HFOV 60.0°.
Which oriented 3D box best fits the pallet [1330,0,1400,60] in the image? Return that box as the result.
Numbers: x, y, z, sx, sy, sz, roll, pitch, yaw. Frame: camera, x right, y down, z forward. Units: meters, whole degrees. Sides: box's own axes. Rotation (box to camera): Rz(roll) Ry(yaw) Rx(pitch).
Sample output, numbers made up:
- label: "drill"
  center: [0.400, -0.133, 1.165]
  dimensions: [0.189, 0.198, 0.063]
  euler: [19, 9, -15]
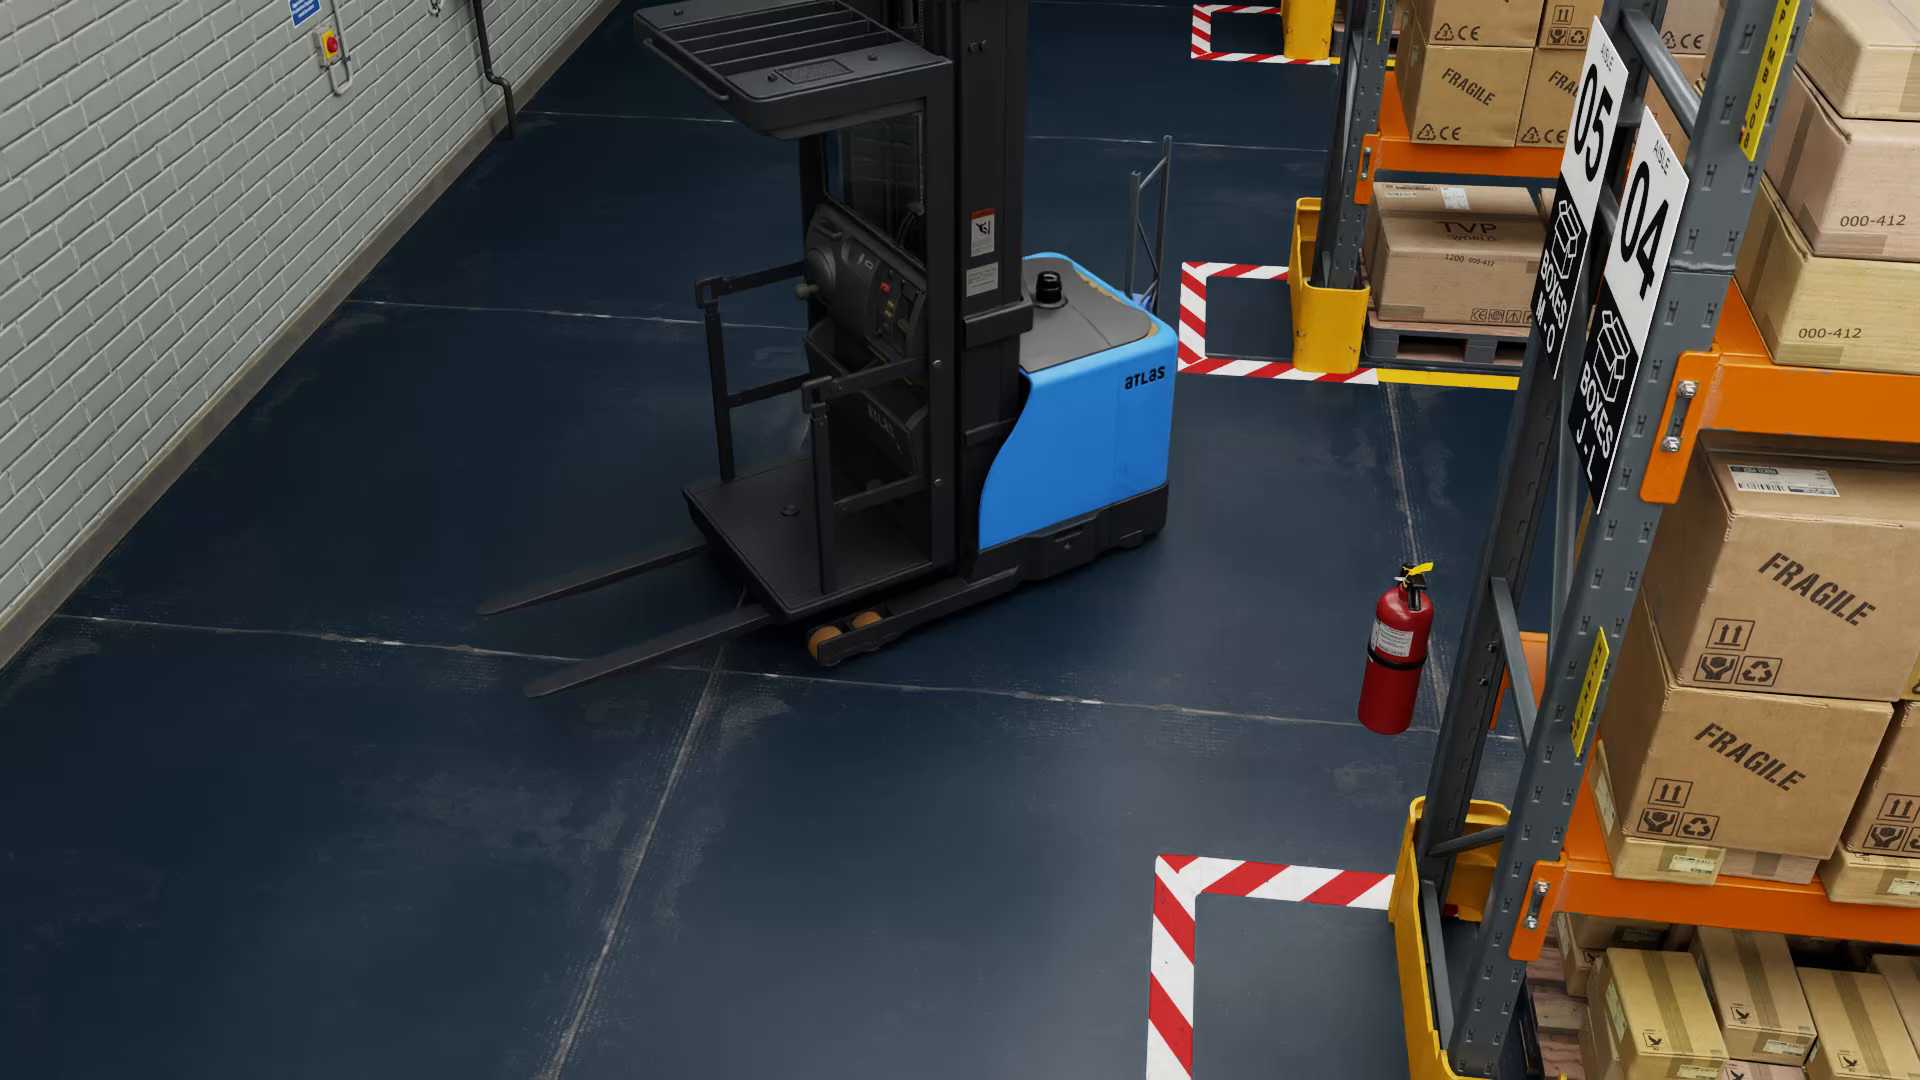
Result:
- label: "pallet"
  center: [3.576, -4.122, 13.344]
  dimensions: [1.213, 0.211, 1.003]
  euler: [4, 36, 6]

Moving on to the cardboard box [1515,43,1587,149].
- label: "cardboard box"
  center: [3.026, -2.279, 8.276]
  dimensions: [0.500, 0.500, 0.500]
  euler: [4, 36, 5]

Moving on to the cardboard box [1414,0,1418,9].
- label: "cardboard box"
  center: [2.590, -3.010, 8.439]
  dimensions: [0.500, 0.500, 0.500]
  euler: [5, 36, 8]

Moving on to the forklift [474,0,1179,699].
- label: "forklift"
  center: [-0.567, -1.013, 6.647]
  dimensions: [3.031, 2.935, 1.130]
  euler: [-19, 40, -25]

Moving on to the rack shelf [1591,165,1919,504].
- label: "rack shelf"
  center: [3.535, -0.381, 3.740]
  dimensions: [4.000, 0.370, 1.077]
  euler: [4, 36, 6]

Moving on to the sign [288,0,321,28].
- label: "sign"
  center: [-3.581, -2.951, 9.071]
  dimensions: [0.001, 0.218, 0.327]
  euler: [4, 36, 6]

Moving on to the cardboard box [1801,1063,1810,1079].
- label: "cardboard box"
  center: [2.556, 1.474, 4.940]
  dimensions: [0.250, 0.149, 0.380]
  euler: [5, 36, 7]

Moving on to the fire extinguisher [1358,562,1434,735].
- label: "fire extinguisher"
  center: [1.360, 0.297, 5.139]
  dimensions: [0.183, 0.674, 0.296]
  euler: [4, 36, 6]

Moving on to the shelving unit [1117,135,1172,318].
- label: "shelving unit"
  center: [0.421, -1.282, 8.256]
  dimensions: [1.048, 1.500, 0.538]
  euler: [14, 38, 19]

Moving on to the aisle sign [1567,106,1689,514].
- label: "aisle sign"
  center: [1.440, -0.492, 3.619]
  dimensions: [0.004, 0.787, 0.394]
  euler: [4, 36, 6]

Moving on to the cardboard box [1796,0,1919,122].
- label: "cardboard box"
  center: [1.843, -0.972, 3.303]
  dimensions: [0.250, 0.149, 0.380]
  euler: [4, 36, 6]

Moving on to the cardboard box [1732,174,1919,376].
- label: "cardboard box"
  center: [1.964, -0.581, 3.529]
  dimensions: [0.500, 0.250, 0.500]
  euler: [5, 36, 8]

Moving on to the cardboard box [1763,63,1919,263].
- label: "cardboard box"
  center: [1.963, -0.782, 3.380]
  dimensions: [0.500, 0.250, 0.500]
  euler: [5, 36, 7]

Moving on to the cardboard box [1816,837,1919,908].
- label: "cardboard box"
  center: [2.348, 0.759, 4.320]
  dimensions: [0.250, 0.149, 0.380]
  euler: [3, 36, 5]

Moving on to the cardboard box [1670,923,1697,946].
- label: "cardboard box"
  center: [2.350, 1.091, 5.220]
  dimensions: [0.250, 0.149, 0.380]
  euler: [5, 36, 7]

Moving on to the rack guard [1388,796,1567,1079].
- label: "rack guard"
  center: [1.626, 1.422, 5.328]
  dimensions: [0.348, 0.500, 1.175]
  euler: [4, 36, 6]

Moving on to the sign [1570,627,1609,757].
- label: "sign"
  center: [1.482, 0.359, 3.920]
  dimensions: [0.005, 0.325, 0.100]
  euler: [4, 36, 6]

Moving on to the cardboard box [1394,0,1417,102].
- label: "cardboard box"
  center: [2.593, -2.618, 8.751]
  dimensions: [0.500, 0.500, 0.500]
  euler: [4, 36, 6]

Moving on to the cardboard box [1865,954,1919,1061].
- label: "cardboard box"
  center: [2.806, 1.395, 4.794]
  dimensions: [0.250, 0.149, 0.380]
  euler: [3, 36, 4]

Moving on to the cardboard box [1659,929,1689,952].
- label: "cardboard box"
  center: [2.363, 1.192, 5.334]
  dimensions: [0.250, 0.149, 0.380]
  euler: [3, 36, 5]

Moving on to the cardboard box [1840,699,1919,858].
- label: "cardboard box"
  center: [2.495, 0.454, 4.189]
  dimensions: [0.500, 0.500, 0.500]
  euler: [4, 36, 6]

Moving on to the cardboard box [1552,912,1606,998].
- label: "cardboard box"
  center: [2.100, 1.307, 5.429]
  dimensions: [0.250, 0.149, 0.380]
  euler: [5, 36, 7]

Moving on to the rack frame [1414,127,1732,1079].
- label: "rack frame"
  center: [1.551, 0.399, 4.609]
  dimensions: [0.127, 3.000, 1.000]
  euler: [4, 36, 6]

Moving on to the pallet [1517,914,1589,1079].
- label: "pallet"
  center: [2.428, 1.620, 5.299]
  dimensions: [1.213, 0.211, 1.003]
  euler: [4, 36, 6]

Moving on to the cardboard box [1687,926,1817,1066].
- label: "cardboard box"
  center: [2.316, 1.332, 4.883]
  dimensions: [0.250, 0.149, 0.380]
  euler: [5, 36, 7]

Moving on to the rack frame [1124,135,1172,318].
- label: "rack frame"
  center: [0.885, -1.163, 8.088]
  dimensions: [0.032, 1.500, 0.500]
  euler: [14, 38, 19]

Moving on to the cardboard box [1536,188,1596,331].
- label: "cardboard box"
  center: [3.657, -1.535, 9.163]
  dimensions: [0.875, 0.438, 0.875]
  euler: [5, 36, 7]

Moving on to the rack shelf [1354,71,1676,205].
- label: "rack shelf"
  center: [4.065, -2.020, 8.618]
  dimensions: [4.000, 0.370, 1.077]
  euler: [4, 36, 6]

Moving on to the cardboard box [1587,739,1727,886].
- label: "cardboard box"
  center: [1.831, 0.714, 4.384]
  dimensions: [0.250, 0.149, 0.380]
  euler: [4, 36, 6]

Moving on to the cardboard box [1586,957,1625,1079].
- label: "cardboard box"
  center: [2.038, 1.454, 4.967]
  dimensions: [0.250, 0.149, 0.380]
  euler: [6, 36, 8]

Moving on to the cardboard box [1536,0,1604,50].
- label: "cardboard box"
  center: [3.034, -2.675, 7.969]
  dimensions: [0.500, 0.500, 0.500]
  euler: [3, 36, 5]

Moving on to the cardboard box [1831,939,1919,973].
- label: "cardboard box"
  center: [2.880, 1.258, 5.241]
  dimensions: [0.250, 0.149, 0.380]
  euler: [4, 36, 5]

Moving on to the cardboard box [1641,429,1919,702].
- label: "cardboard box"
  center: [1.963, 0.016, 3.943]
  dimensions: [0.500, 0.500, 0.500]
  euler: [4, 36, 6]

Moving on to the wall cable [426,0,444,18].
- label: "wall cable"
  center: [-3.345, -4.096, 10.033]
  dimensions: [0.122, 1.984, 0.588]
  euler: [4, 36, 6]
